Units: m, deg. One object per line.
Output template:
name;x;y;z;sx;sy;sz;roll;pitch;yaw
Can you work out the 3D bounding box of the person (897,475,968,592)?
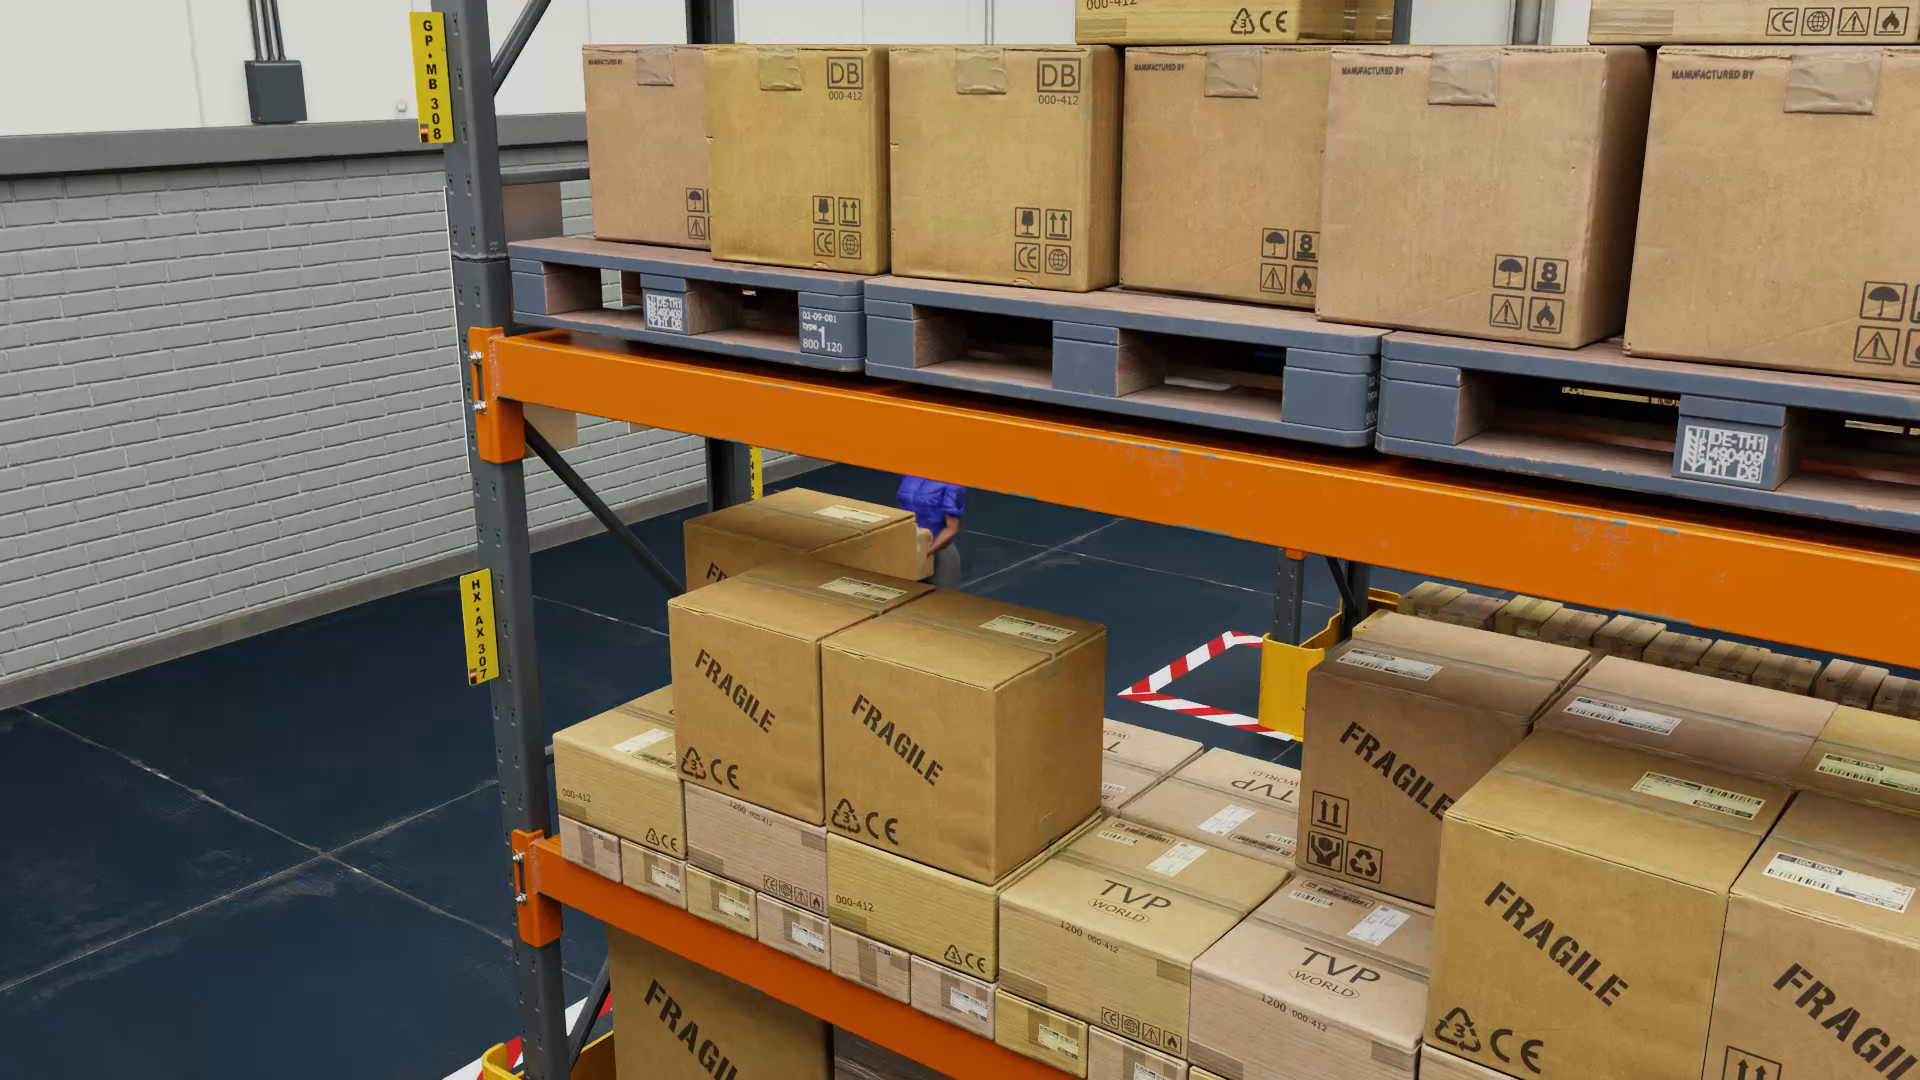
person;-0.219;0.158;9.024;0.456;1.655;0.507;15;22;41
